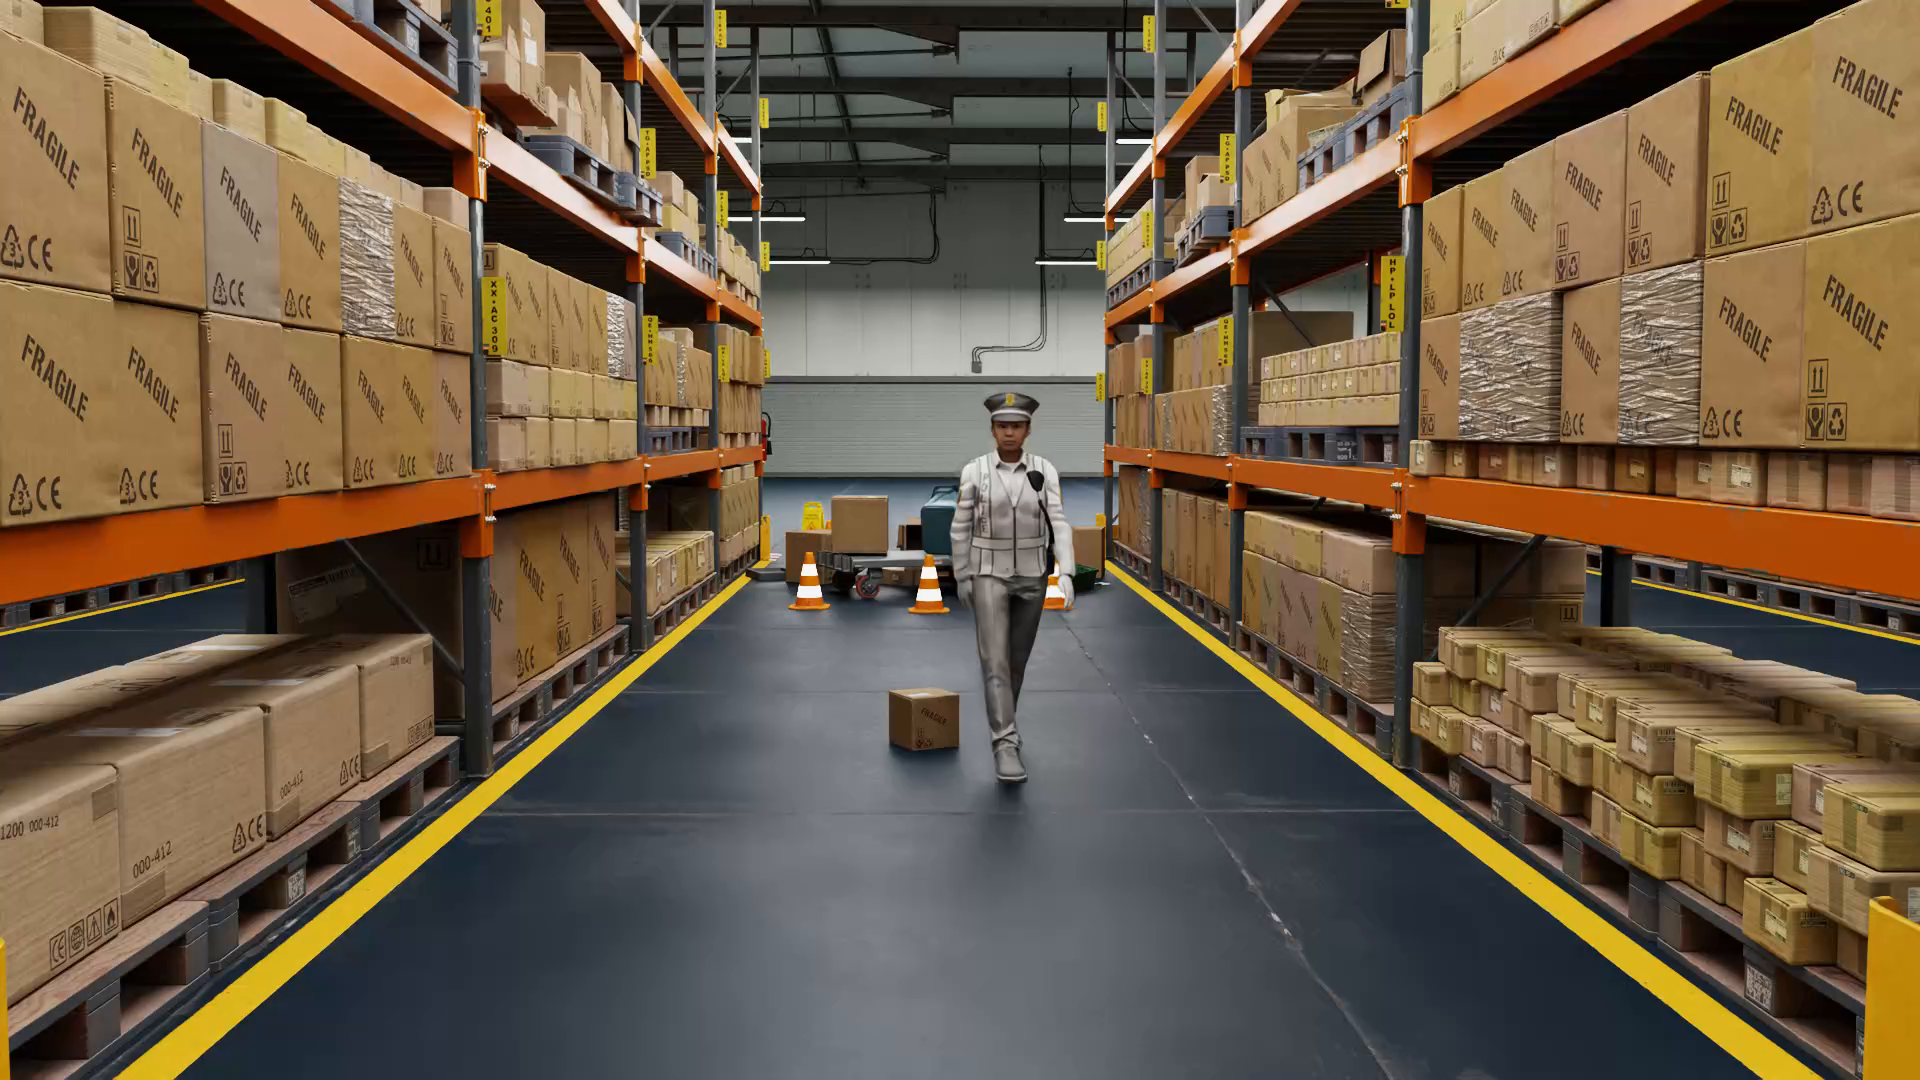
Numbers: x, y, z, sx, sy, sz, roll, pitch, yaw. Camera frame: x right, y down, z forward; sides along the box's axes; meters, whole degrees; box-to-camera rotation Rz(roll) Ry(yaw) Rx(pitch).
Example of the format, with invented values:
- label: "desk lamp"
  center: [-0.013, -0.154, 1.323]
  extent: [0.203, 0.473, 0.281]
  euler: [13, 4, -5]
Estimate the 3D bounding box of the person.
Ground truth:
- label: "person"
  center: [0.241, 0.164, 7.292]
  extent: [0.513, 1.623, 1.005]
  euler: [-1, 4, -10]
